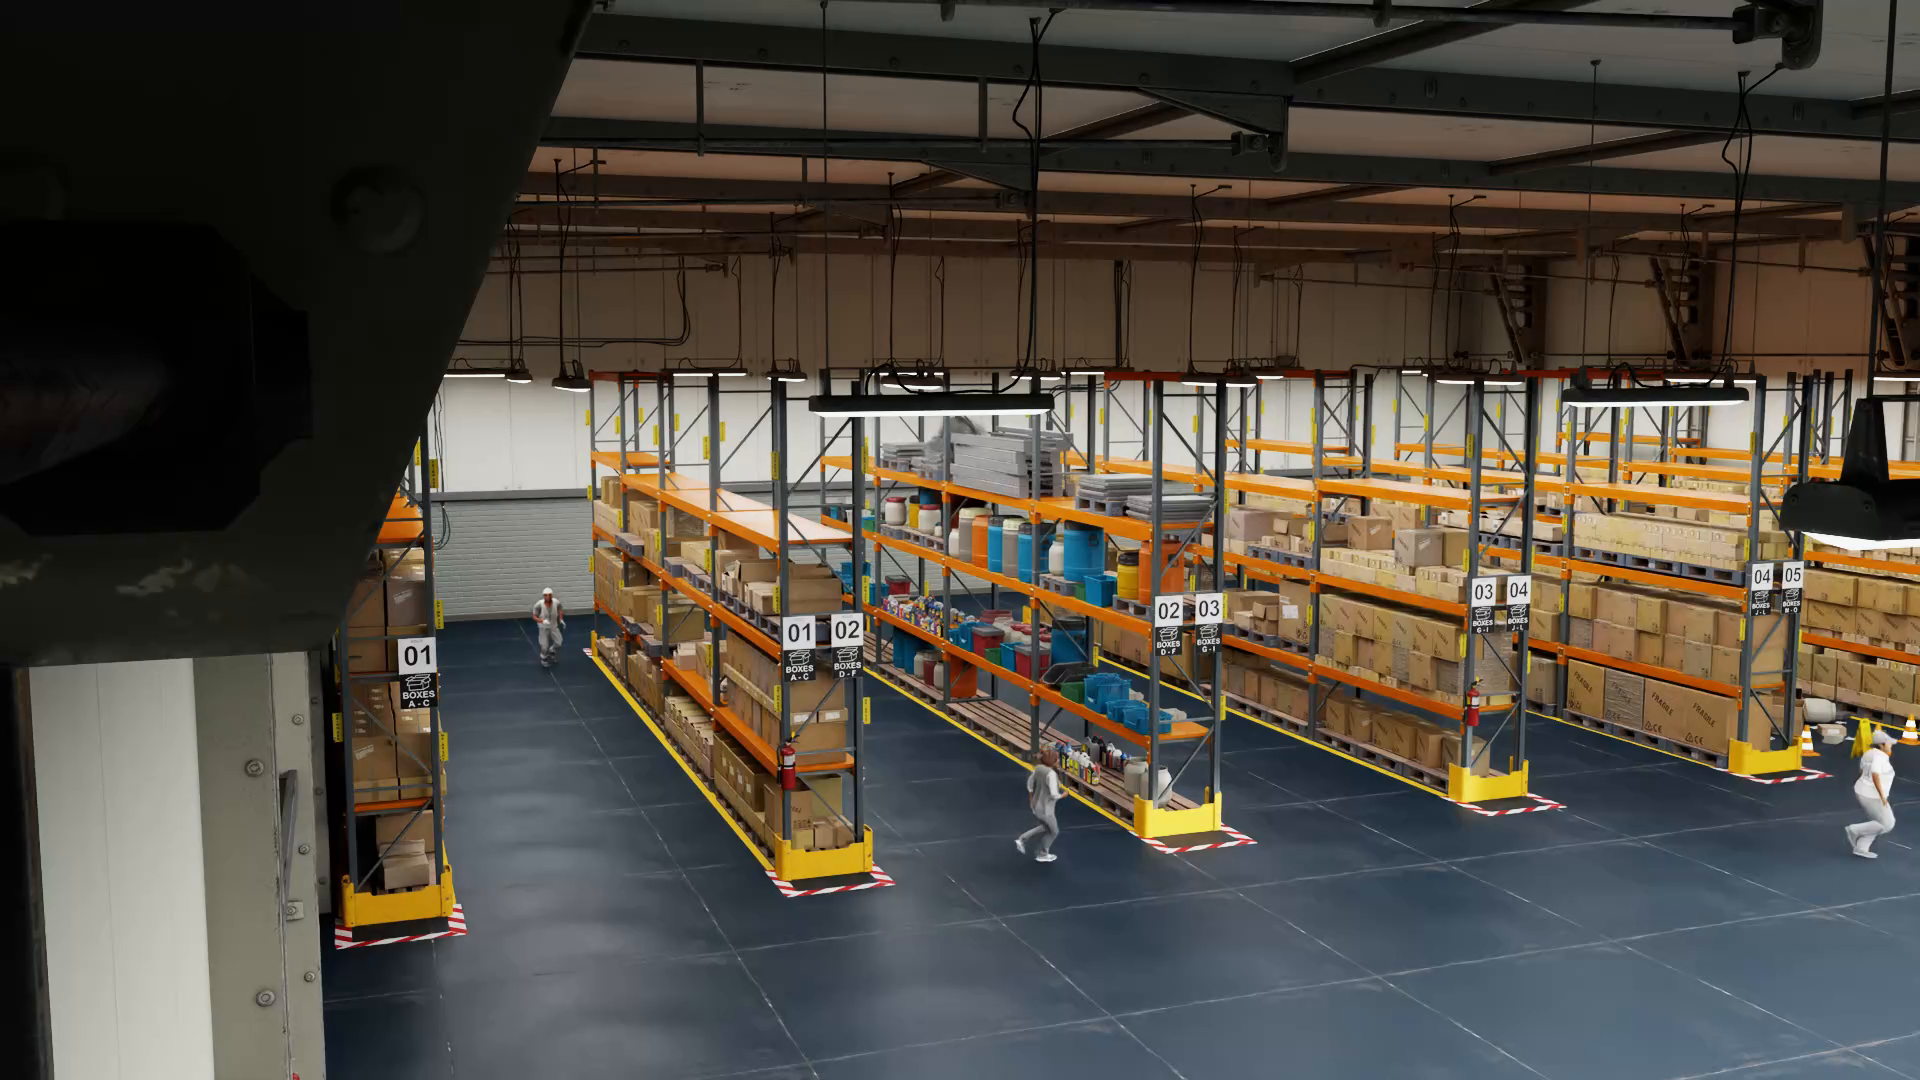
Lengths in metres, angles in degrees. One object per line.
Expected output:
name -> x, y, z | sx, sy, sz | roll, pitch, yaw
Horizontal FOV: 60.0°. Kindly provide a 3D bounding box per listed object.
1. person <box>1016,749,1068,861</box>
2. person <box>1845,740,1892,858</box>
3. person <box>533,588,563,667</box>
person -> 1.035, 3.285, 20.529 | 0.557, 1.502, 0.720 | -2, 7, -18
person -> 11.444, 3.227, 20.952 | 0.499, 1.570, 0.613 | 2, 7, 16
person -> -8.296, 1.770, 33.502 | 0.657, 1.674, 0.671 | -4, 7, -29
